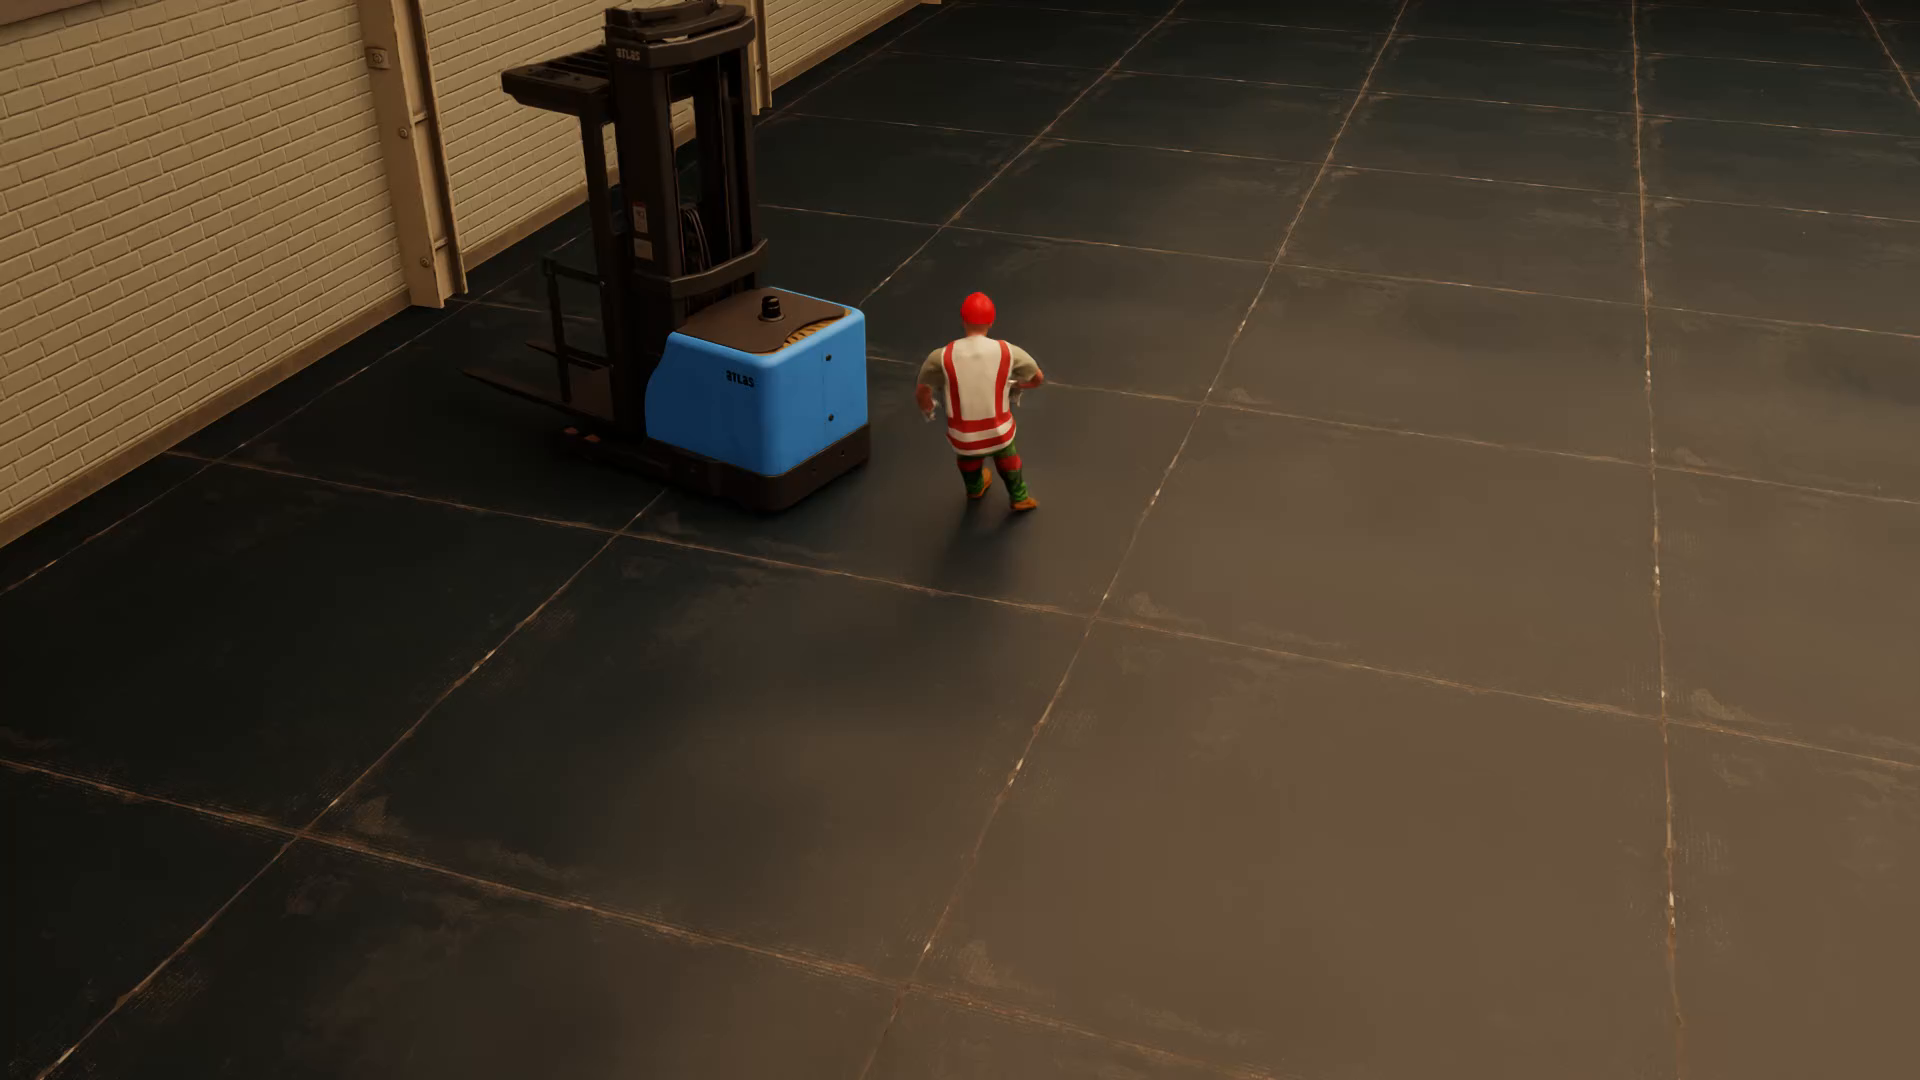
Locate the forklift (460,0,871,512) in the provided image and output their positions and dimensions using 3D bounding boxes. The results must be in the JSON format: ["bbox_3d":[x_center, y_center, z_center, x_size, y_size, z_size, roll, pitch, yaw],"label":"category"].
[{"bbox_3d":[-2.092,-2.001,10.646,3.031,2.935,1.130,18,34,29],"label":"forklift"}]

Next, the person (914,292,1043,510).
[{"bbox_3d":[0.100,-0.812,10.039,0.798,1.567,0.897,-4,30,-6],"label":"person"}]
